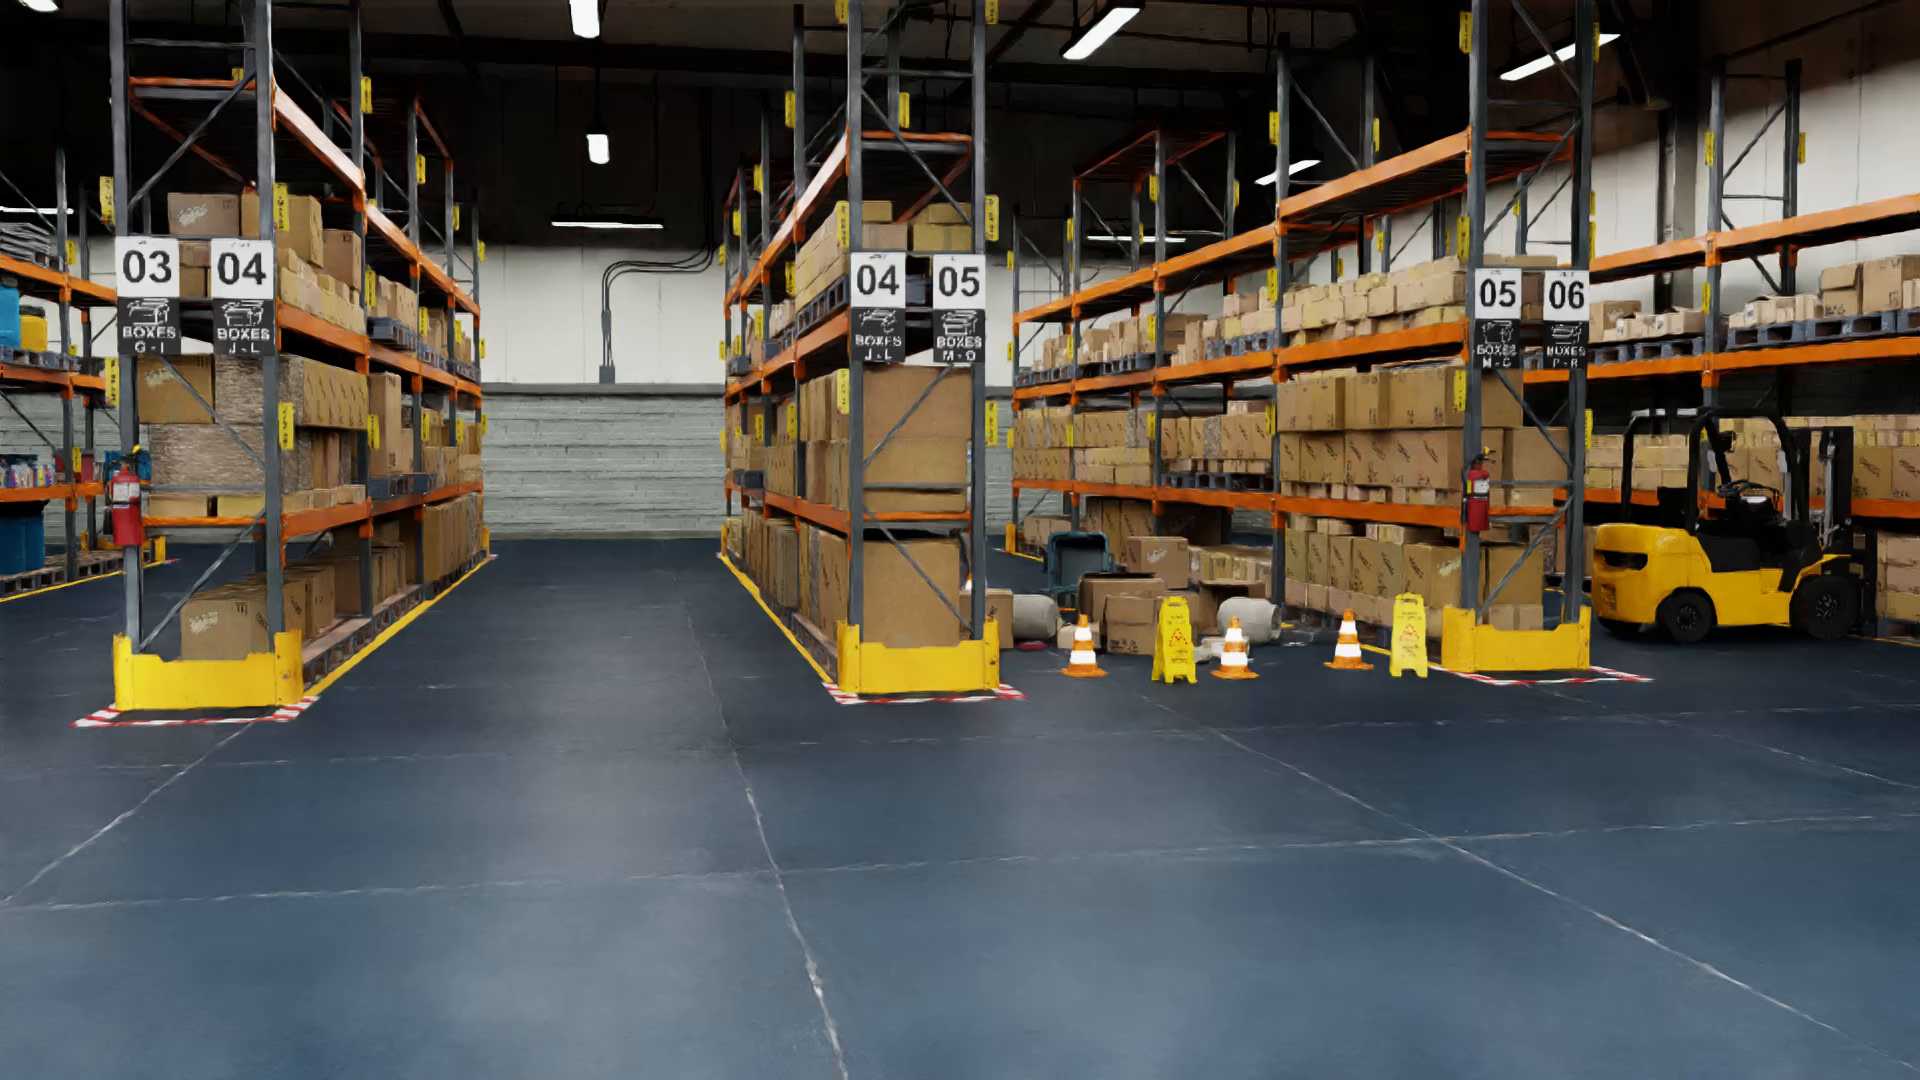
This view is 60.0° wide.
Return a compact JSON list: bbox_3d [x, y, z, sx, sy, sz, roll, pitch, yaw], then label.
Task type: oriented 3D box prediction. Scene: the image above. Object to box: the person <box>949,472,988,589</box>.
[{"bbox_3d":[0.105,-0.055,18.249,0.486,1.633,0.640,-2,4,-37],"label":"person"}]
